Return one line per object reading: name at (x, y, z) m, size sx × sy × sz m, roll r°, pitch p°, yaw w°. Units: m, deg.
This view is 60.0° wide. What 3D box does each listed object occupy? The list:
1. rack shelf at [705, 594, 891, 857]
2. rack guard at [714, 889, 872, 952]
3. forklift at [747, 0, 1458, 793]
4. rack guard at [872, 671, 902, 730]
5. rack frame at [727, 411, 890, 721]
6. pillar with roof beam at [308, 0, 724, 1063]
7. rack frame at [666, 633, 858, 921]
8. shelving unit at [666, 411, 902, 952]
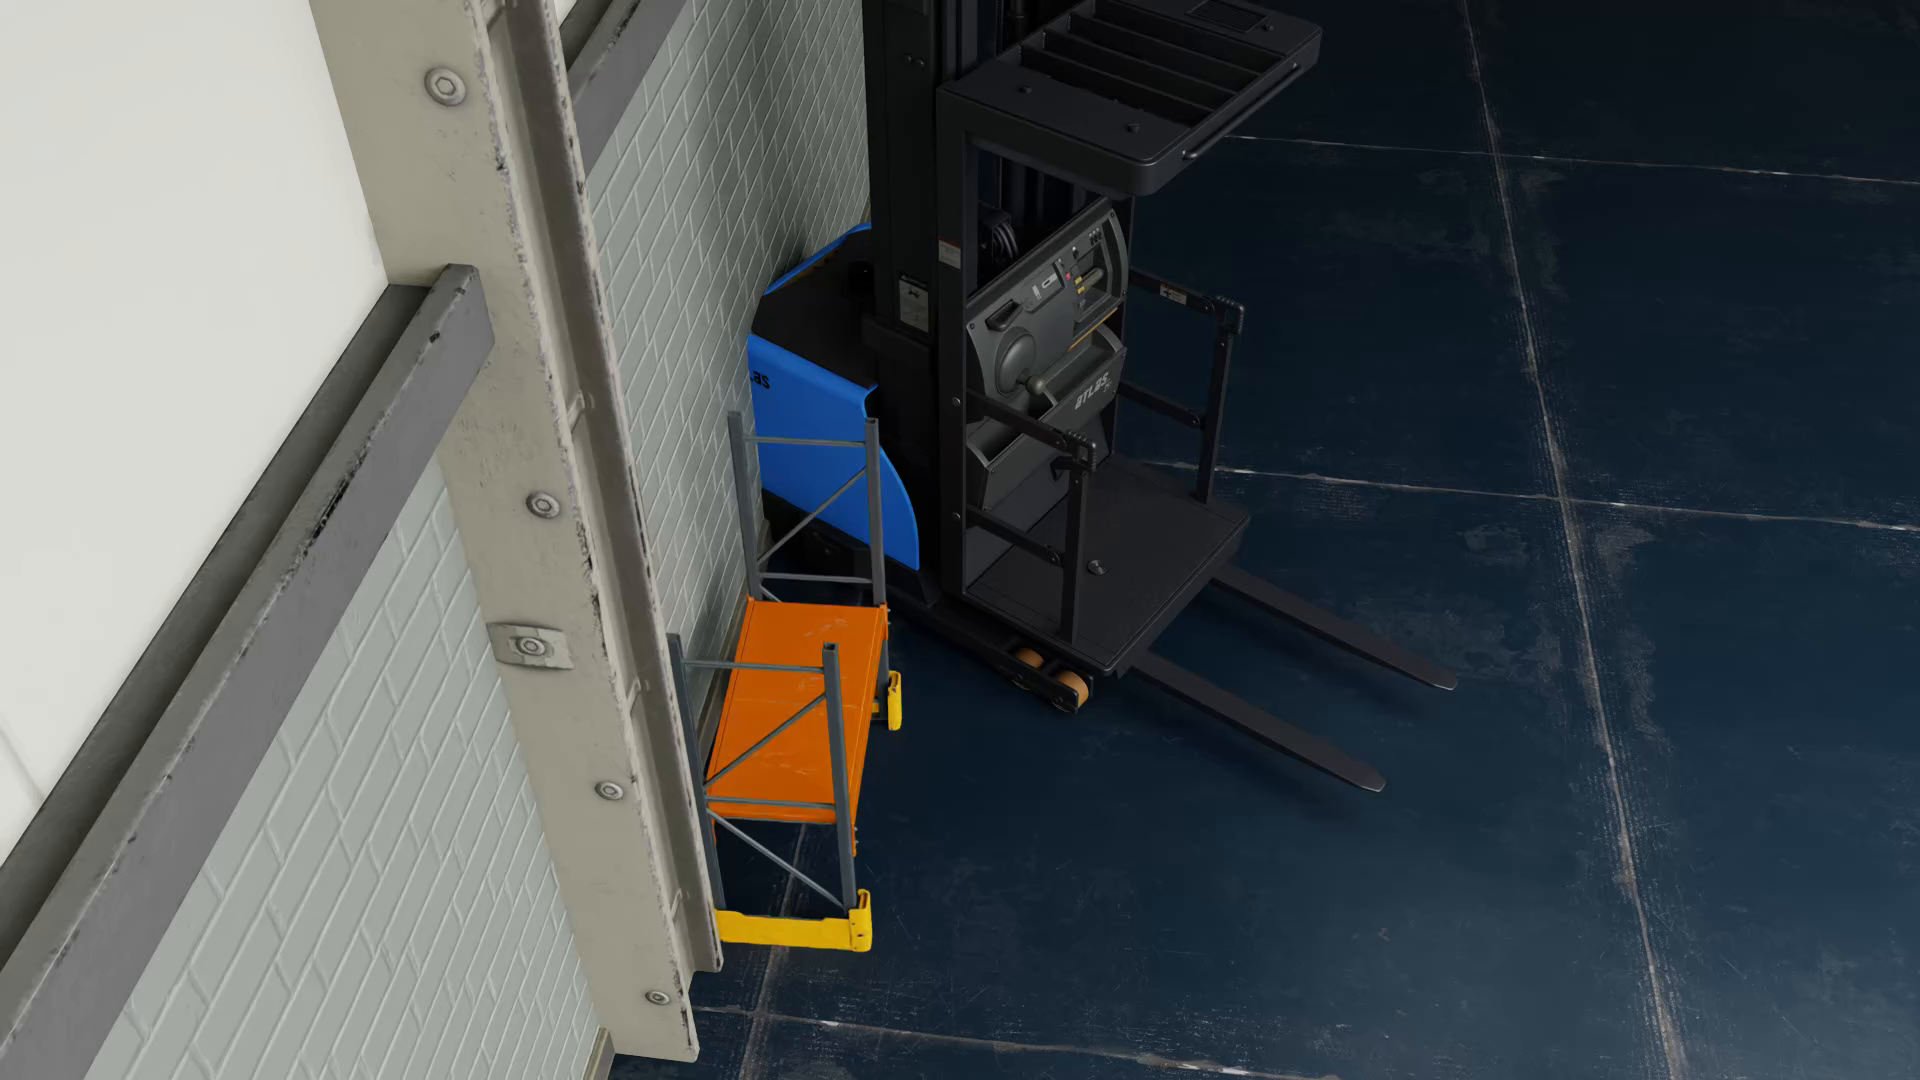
rack shelf at (-0.560, 0.619, 5.768) m, size 0.538 × 0.185 × 1.000 m, roll 3°, pitch 44°, yaw 3°
rack guard at (-0.599, 1.289, 5.707) m, size 0.587 × 0.250 × 0.087 m, roll 3°, pitch 44°, yaw 3°
forklift at (0.497, -0.806, 5.970) m, size 3.031 × 2.935 × 1.130 m, roll 27°, pitch 50°, yaw 26°
rack guard at (-0.522, 0.607, 6.428) m, size 0.587 × 0.250 × 0.087 m, roll 3°, pitch 44°, yaw 3°
rack frame at (-0.521, 0.139, 6.012) m, size 0.500 × 1.500 × 0.032 m, roll 3°, pitch 44°, yaw 3°
pillar with roof beam at (3.275, -1.315, 2.094) m, size 9.100 × 9.000 × 0.400 m, roll 5°, pitch 44°, yaw 6°
rack frame at (-0.599, 0.836, 5.276) m, size 0.500 × 1.500 × 0.032 m, roll 3°, pitch 44°, yaw 3°
shelving unit at (-0.561, 0.494, 5.637) m, size 0.587 × 1.500 × 1.083 m, roll 3°, pitch 44°, yaw 3°
